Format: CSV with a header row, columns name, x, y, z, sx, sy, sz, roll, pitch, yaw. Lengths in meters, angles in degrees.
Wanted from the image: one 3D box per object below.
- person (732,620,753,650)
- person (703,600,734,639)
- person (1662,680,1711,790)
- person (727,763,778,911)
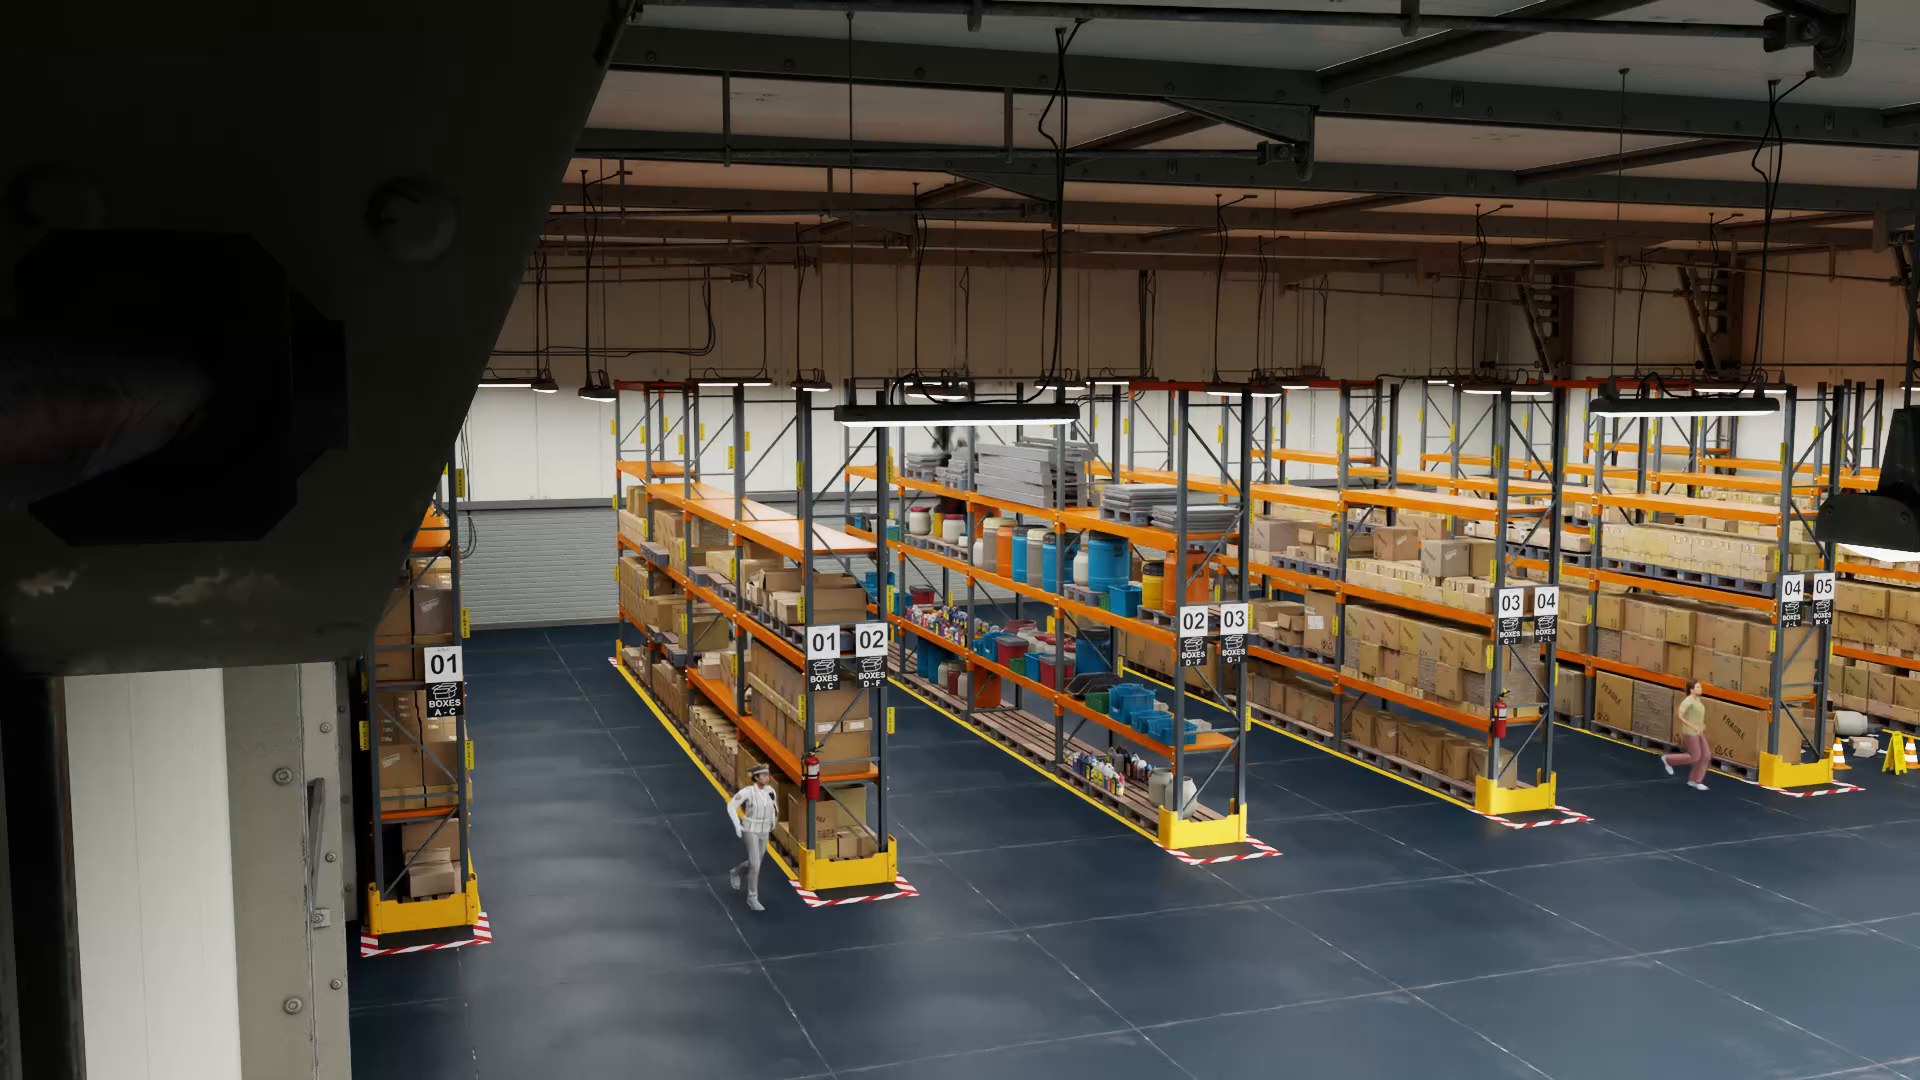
name,x,y,z,sx,sy,sz,roll,pitch,yaw
person,-4.601,1.782,34.971,0.706,1.752,0.841,-4,7,-32
person,-5.163,1.713,35.773,0.564,1.692,0.755,4,8,36
person,10.940,2.897,24.969,0.588,1.643,0.694,-6,8,-44
person,-2.417,3.455,19.626,0.653,1.681,0.785,-5,8,-41
